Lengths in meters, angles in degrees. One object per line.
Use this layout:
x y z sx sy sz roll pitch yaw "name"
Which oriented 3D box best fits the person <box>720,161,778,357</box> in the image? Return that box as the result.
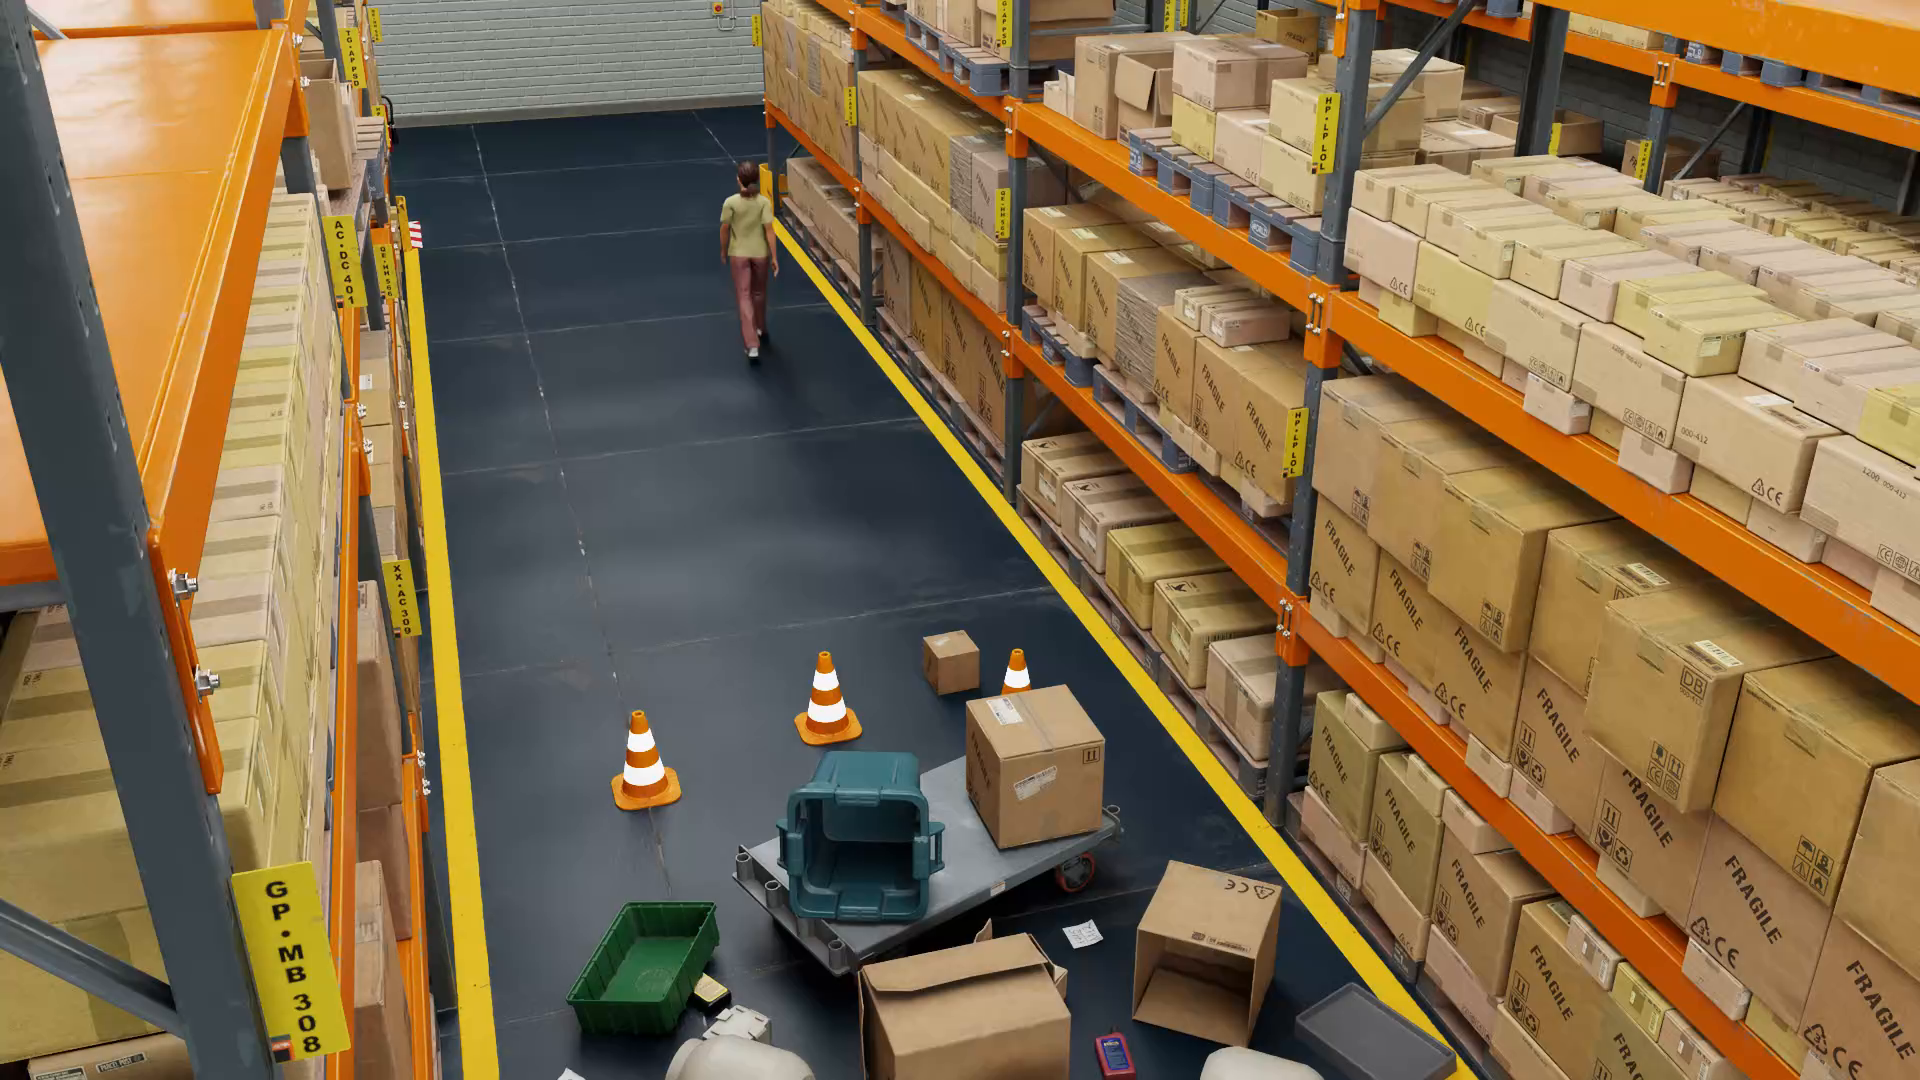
-1.823 -2.448 14.281 0.455 1.625 0.974 -7 27 -15 "person"
